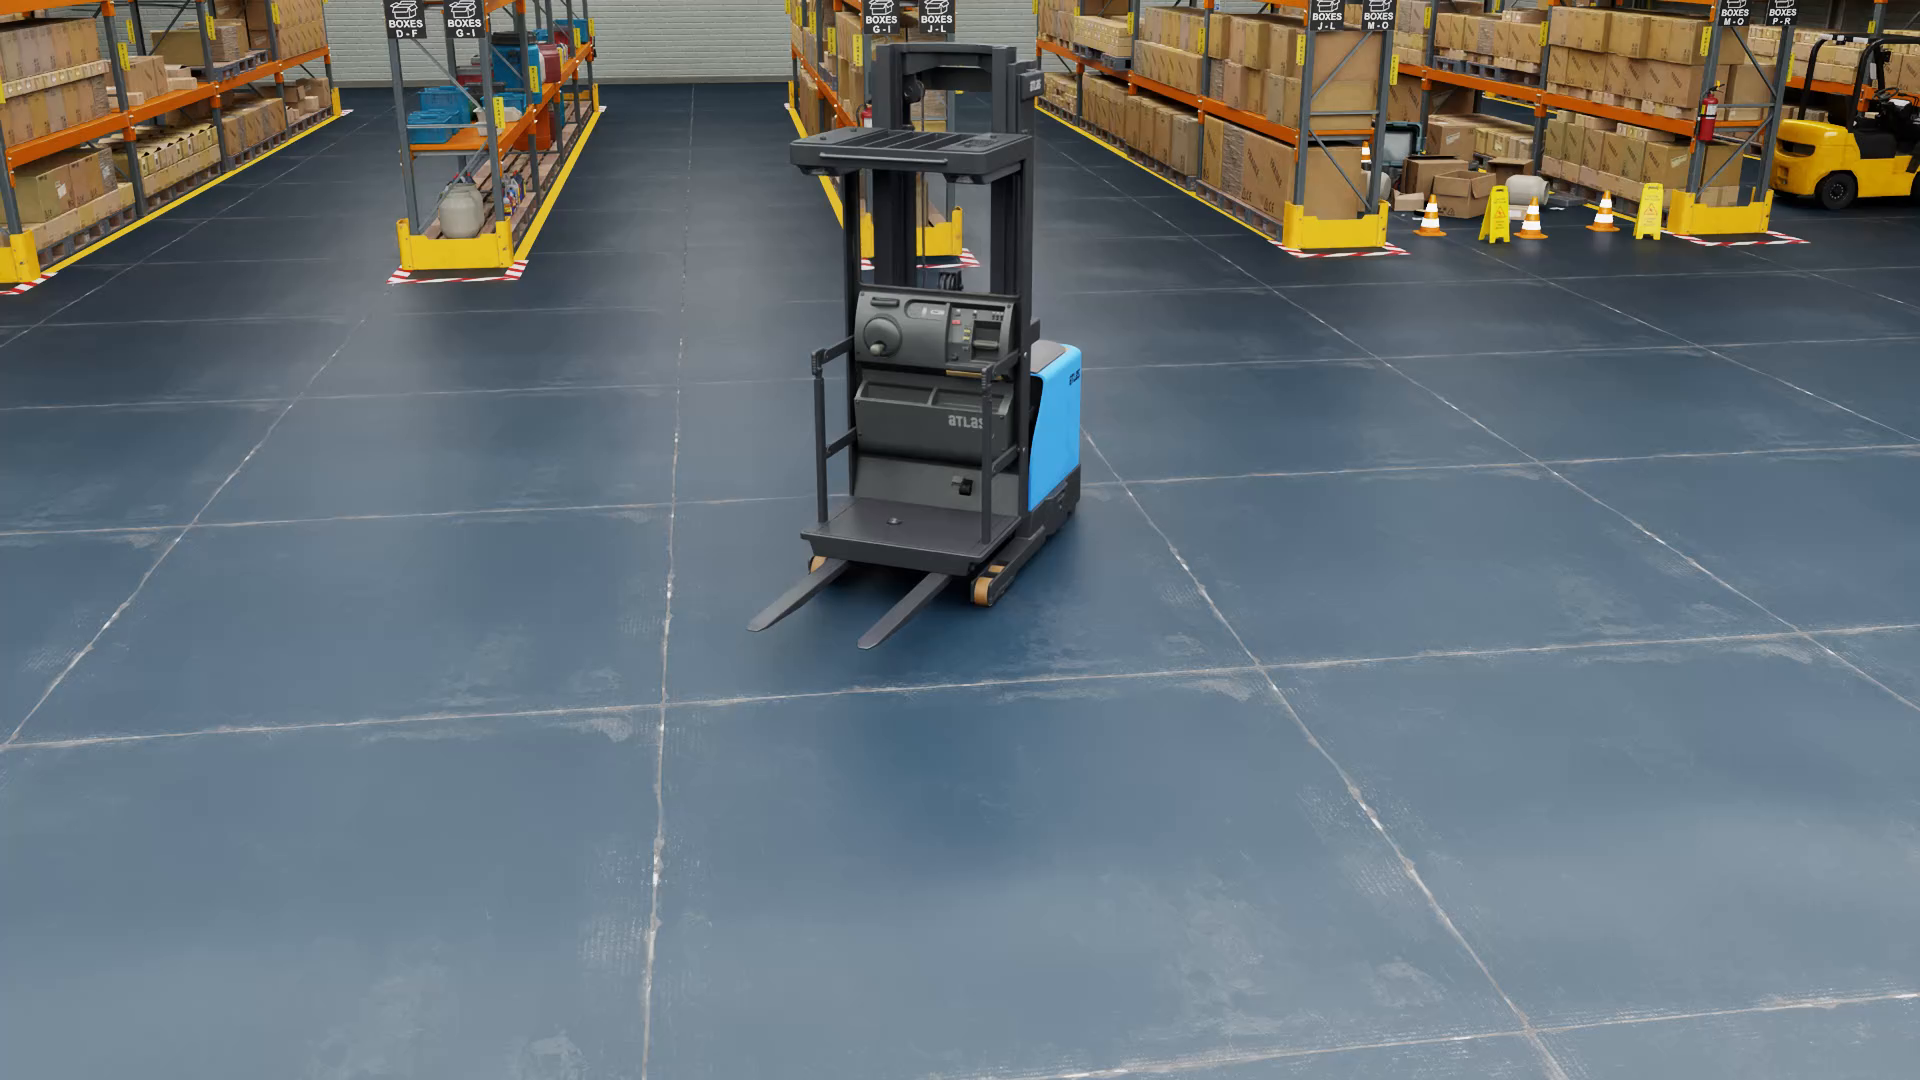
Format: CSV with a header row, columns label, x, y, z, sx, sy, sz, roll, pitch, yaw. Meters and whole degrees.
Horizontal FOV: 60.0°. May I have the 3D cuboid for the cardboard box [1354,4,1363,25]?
label,x,y,z,sx,sy,sz,roll,pitch,yaw
cardboard box,7.399,-9.476,29.729,0.500,0.500,0.500,-3,21,-8

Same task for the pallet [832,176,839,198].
label,x,y,z,sx,sy,sz,roll,pitch,yaw
pallet,-1.247,-4.996,23.292,1.003,0.211,1.213,-3,21,-8

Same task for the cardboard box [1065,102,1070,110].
label,x,y,z,sx,sy,sz,roll,pitch,yaw
cardboard box,2.185,-8.180,31.306,0.380,0.149,0.250,-4,21,-10

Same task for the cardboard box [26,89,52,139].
label,x,y,z,sx,sy,sz,roll,pitch,yaw
cardboard box,-10.561,-4.713,18.404,0.700,0.500,0.500,-3,21,-7

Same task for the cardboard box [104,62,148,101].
label,x,y,z,sx,sy,sz,roll,pitch,yaw
cardboard box,-11.108,-6.031,21.933,0.500,0.500,0.500,-1,21,-4

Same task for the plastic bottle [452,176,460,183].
label,x,y,z,sx,sy,sz,roll,pitch,yaw
plastic bottle,-6.302,-4.383,20.821,0.144,0.351,0.185,-4,21,-10

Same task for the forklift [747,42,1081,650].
label,x,y,z,sx,sy,sz,roll,pitch,yaw
forklift,-0.224,-1.167,9.151,1.130,2.935,3.031,8,22,19

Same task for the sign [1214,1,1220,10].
label,x,y,z,sx,sy,sz,roll,pitch,yaw
sign,6.050,-12.784,39.771,0.327,0.218,0.001,-3,21,-8

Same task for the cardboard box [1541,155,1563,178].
label,x,y,z,sx,sy,sz,roll,pitch,yaw
cardboard box,8.491,-5.224,23.245,0.500,0.250,0.500,-4,21,-10

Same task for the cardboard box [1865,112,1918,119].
label,x,y,z,sx,sy,sz,roll,pitch,yaw
cardboard box,13.343,-5.978,23.836,0.500,0.250,0.500,-3,21,-9

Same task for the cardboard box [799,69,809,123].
label,x,y,z,sx,sy,sz,roll,pitch,yaw
cardboard box,-2.175,-7.784,29.206,1.225,0.875,0.875,-3,21,-8

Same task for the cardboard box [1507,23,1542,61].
label,x,y,z,sx,sy,sz,roll,pitch,yaw
cardboard box,8.306,-7.236,24.134,0.500,0.500,0.500,-3,21,-7

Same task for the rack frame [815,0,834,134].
label,x,y,z,sx,sy,sz,roll,pitch,yaw
rack frame,-1.710,-7.418,25.790,1.000,3.000,0.127,-3,21,-8

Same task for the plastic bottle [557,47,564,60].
label,x,y,z,sx,sy,sz,roll,pitch,yaw
plastic bottle,-6.686,-8.074,27.723,0.152,0.276,0.135,-3,21,-8

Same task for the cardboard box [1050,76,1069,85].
label,x,y,z,sx,sy,sz,roll,pitch,yaw
cardboard box,1.985,-9.080,32.863,0.380,0.149,0.250,-4,21,-10

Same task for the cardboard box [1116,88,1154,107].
label,x,y,z,sx,sy,sz,roll,pitch,yaw
cardboard box,2.854,-7.234,27.198,0.500,0.250,0.500,-3,21,-9

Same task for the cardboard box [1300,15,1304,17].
label,x,y,z,sx,sy,sz,roll,pitch,yaw
cardboard box,6.973,-10.031,32.642,0.500,0.500,0.500,-2,21,-6

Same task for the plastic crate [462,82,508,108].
label,x,y,z,sx,sy,sz,roll,pitch,yaw
plastic crate,-6.085,-5.567,20.922,0.767,0.338,0.504,-3,21,-8

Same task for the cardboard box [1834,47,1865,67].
label,x,y,z,sx,sy,sz,roll,pitch,yaw
cardboard box,13.260,-7.106,24.454,0.500,0.250,0.500,-3,21,-9

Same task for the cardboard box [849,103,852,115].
label,x,y,z,sx,sy,sz,roll,pitch,yaw
cardboard box,-1.171,-5.307,20.498,0.380,0.149,0.250,-3,21,-8

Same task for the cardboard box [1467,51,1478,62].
label,x,y,z,sx,sy,sz,roll,pitch,yaw
cardboard box,8.092,-7.503,25.775,0.380,0.149,0.250,-2,21,-5

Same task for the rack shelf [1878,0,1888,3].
label,x,y,z,sx,sy,sz,roll,pitch,yaw
rack shelf,13.872,-7.160,21.841,1.077,0.370,4.000,-3,21,-8

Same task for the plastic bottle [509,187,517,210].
label,x,y,z,sx,sy,sz,roll,pitch,yaw
plastic bottle,-5.504,-4.193,20.427,0.097,0.271,0.097,0,20,0

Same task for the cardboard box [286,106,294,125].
label,x,y,z,sx,sy,sz,roll,pitch,yaw
cardboard box,-11.937,-7.407,28.976,0.500,0.311,0.500,-3,21,-8

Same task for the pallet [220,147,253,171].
label,x,y,z,sx,sy,sz,roll,pitch,yaw
pallet,-11.584,-5.874,25.641,1.003,0.211,1.213,-3,21,-8

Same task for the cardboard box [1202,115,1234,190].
label,x,y,z,sx,sy,sz,roll,pitch,yaw
cardboard box,3.810,-5.228,22.364,0.875,0.875,0.875,-3,21,-7

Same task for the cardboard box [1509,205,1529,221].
label,x,y,z,sx,sy,sz,roll,pitch,yaw
cardboard box,7.062,-4.164,21.153,0.380,0.149,0.250,8,22,20

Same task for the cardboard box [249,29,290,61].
label,x,y,z,sx,sy,sz,roll,pitch,yaw
cardboard box,-11.894,-8.542,28.656,0.500,0.500,0.500,-2,21,-6

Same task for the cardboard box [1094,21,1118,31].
label,x,y,z,sx,sy,sz,roll,pitch,yaw
cardboard box,2.467,-8.675,28.066,0.380,0.149,0.250,-2,21,-6

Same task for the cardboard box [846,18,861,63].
label,x,y,z,sx,sy,sz,roll,pitch,yaw
cardboard box,-1.092,-6.000,19.997,0.500,0.500,0.500,-3,21,-8

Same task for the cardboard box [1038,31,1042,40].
label,x,y,z,sx,sy,sz,roll,pitch,yaw
cardboard box,1.782,-10.157,33.482,0.380,0.149,0.250,-3,21,-8

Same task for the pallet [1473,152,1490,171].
label,x,y,z,sx,sy,sz,roll,pitch,yaw
pallet,8.380,-5.919,25.763,1.003,0.211,1.213,-3,21,-8

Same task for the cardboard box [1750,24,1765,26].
label,x,y,z,sx,sy,sz,roll,pitch,yaw
cardboard box,13.255,-8.418,27.397,0.380,0.149,0.250,-2,21,-6

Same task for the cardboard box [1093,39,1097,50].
label,x,y,z,sx,sy,sz,roll,pitch,yaw
cardboard box,2.464,-8.398,28.174,0.380,0.149,0.250,-4,21,-10

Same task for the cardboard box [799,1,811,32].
label,x,y,z,sx,sy,sz,roll,pitch,yaw
cardboard box,-2.618,-9.369,29.731,0.500,0.500,0.500,-2,21,-6

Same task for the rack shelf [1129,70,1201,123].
label,x,y,z,sx,sy,sz,roll,pitch,yaw
rack shelf,3.501,-6.604,24.638,1.077,0.370,4.000,-3,21,-8

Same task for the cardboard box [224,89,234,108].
label,x,y,z,sx,sy,sz,roll,pitch,yaw
cardboard box,-12.118,-7.165,26.985,0.500,0.250,0.500,-3,21,-8

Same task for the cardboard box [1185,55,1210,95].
label,x,y,z,sx,sy,sz,roll,pitch,yaw
cardboard box,3.449,-6.462,23.088,0.500,0.500,0.500,-3,21,-8

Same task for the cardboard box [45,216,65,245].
label,x,y,z,sx,sy,sz,roll,pitch,yaw
cardboard box,-10.293,-3.428,18.438,0.500,0.250,0.500,-3,21,-8

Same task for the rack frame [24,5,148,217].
label,x,y,z,sx,sy,sz,roll,pitch,yaw
rack frame,-10.937,-5.535,20.748,1.000,3.000,0.127,-3,21,-8

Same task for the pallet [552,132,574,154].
label,x,y,z,sx,sy,sz,roll,pitch,yaw
pallet,-6.939,-6.554,27.463,1.003,0.211,1.213,-3,21,-8

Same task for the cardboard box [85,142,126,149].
label,x,y,z,sx,sy,sz,roll,pitch,yaw
cardboard box,-11.430,-5.185,22.339,0.500,0.311,0.500,-3,21,-8

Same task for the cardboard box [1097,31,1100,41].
label,x,y,z,sx,sy,sz,roll,pitch,yaw
cardboard box,2.503,-8.446,27.877,0.380,0.149,0.250,-2,21,-6

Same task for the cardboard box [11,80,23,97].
label,x,y,z,sx,sy,sz,roll,pitch,yaw
cardboard box,-10.279,-4.825,17.778,0.380,0.149,0.250,-3,21,-8

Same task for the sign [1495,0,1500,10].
label,x,y,z,sx,sy,sz,roll,pitch,yaw
sign,11.317,-11.317,34.993,0.100,0.325,0.005,-3,21,-8

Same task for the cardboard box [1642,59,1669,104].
label,x,y,z,sx,sy,sz,roll,pitch,yaw
cardboard box,8.831,-5.682,20.574,0.500,0.500,0.500,-3,21,-8

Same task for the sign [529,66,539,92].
label,x,y,z,sx,sy,sz,roll,pitch,yaw
sign,-5.489,-5.937,21.429,0.100,0.325,0.005,-3,21,-8

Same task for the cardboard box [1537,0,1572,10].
label,x,y,z,sx,sy,sz,roll,pitch,yaw
cardboard box,11.870,-10.670,33.214,0.500,0.500,0.500,-2,21,-6

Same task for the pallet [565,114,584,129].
label,x,y,z,sx,sy,sz,roll,pitch,yaw
pallet,-7.333,-7.499,29.994,1.003,0.211,1.213,-3,21,-8

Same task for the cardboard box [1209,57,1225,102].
label,x,y,z,sx,sy,sz,roll,pitch,yaw
cardboard box,3.854,-6.191,22.292,0.875,0.550,0.550,-3,21,-8

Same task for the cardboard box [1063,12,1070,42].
label,x,y,z,sx,sy,sz,roll,pitch,yaw
cardboard box,2.213,-9.537,30.897,0.500,0.500,0.500,-3,21,-9

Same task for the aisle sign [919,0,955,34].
label,x,y,z,sx,sy,sz,roll,pitch,yaw
aisle sign,-0.251,-5.860,17.902,0.394,0.787,0.004,-3,21,-8

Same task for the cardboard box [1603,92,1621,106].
label,x,y,z,sx,sy,sz,roll,pitch,yaw
cardboard box,8.640,-5.761,21.712,0.380,0.149,0.250,-3,21,-8

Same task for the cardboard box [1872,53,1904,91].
label,x,y,z,sx,sy,sz,roll,pitch,yaw
cardboard box,13.390,-6.665,23.630,0.500,0.500,0.500,-3,21,-9
